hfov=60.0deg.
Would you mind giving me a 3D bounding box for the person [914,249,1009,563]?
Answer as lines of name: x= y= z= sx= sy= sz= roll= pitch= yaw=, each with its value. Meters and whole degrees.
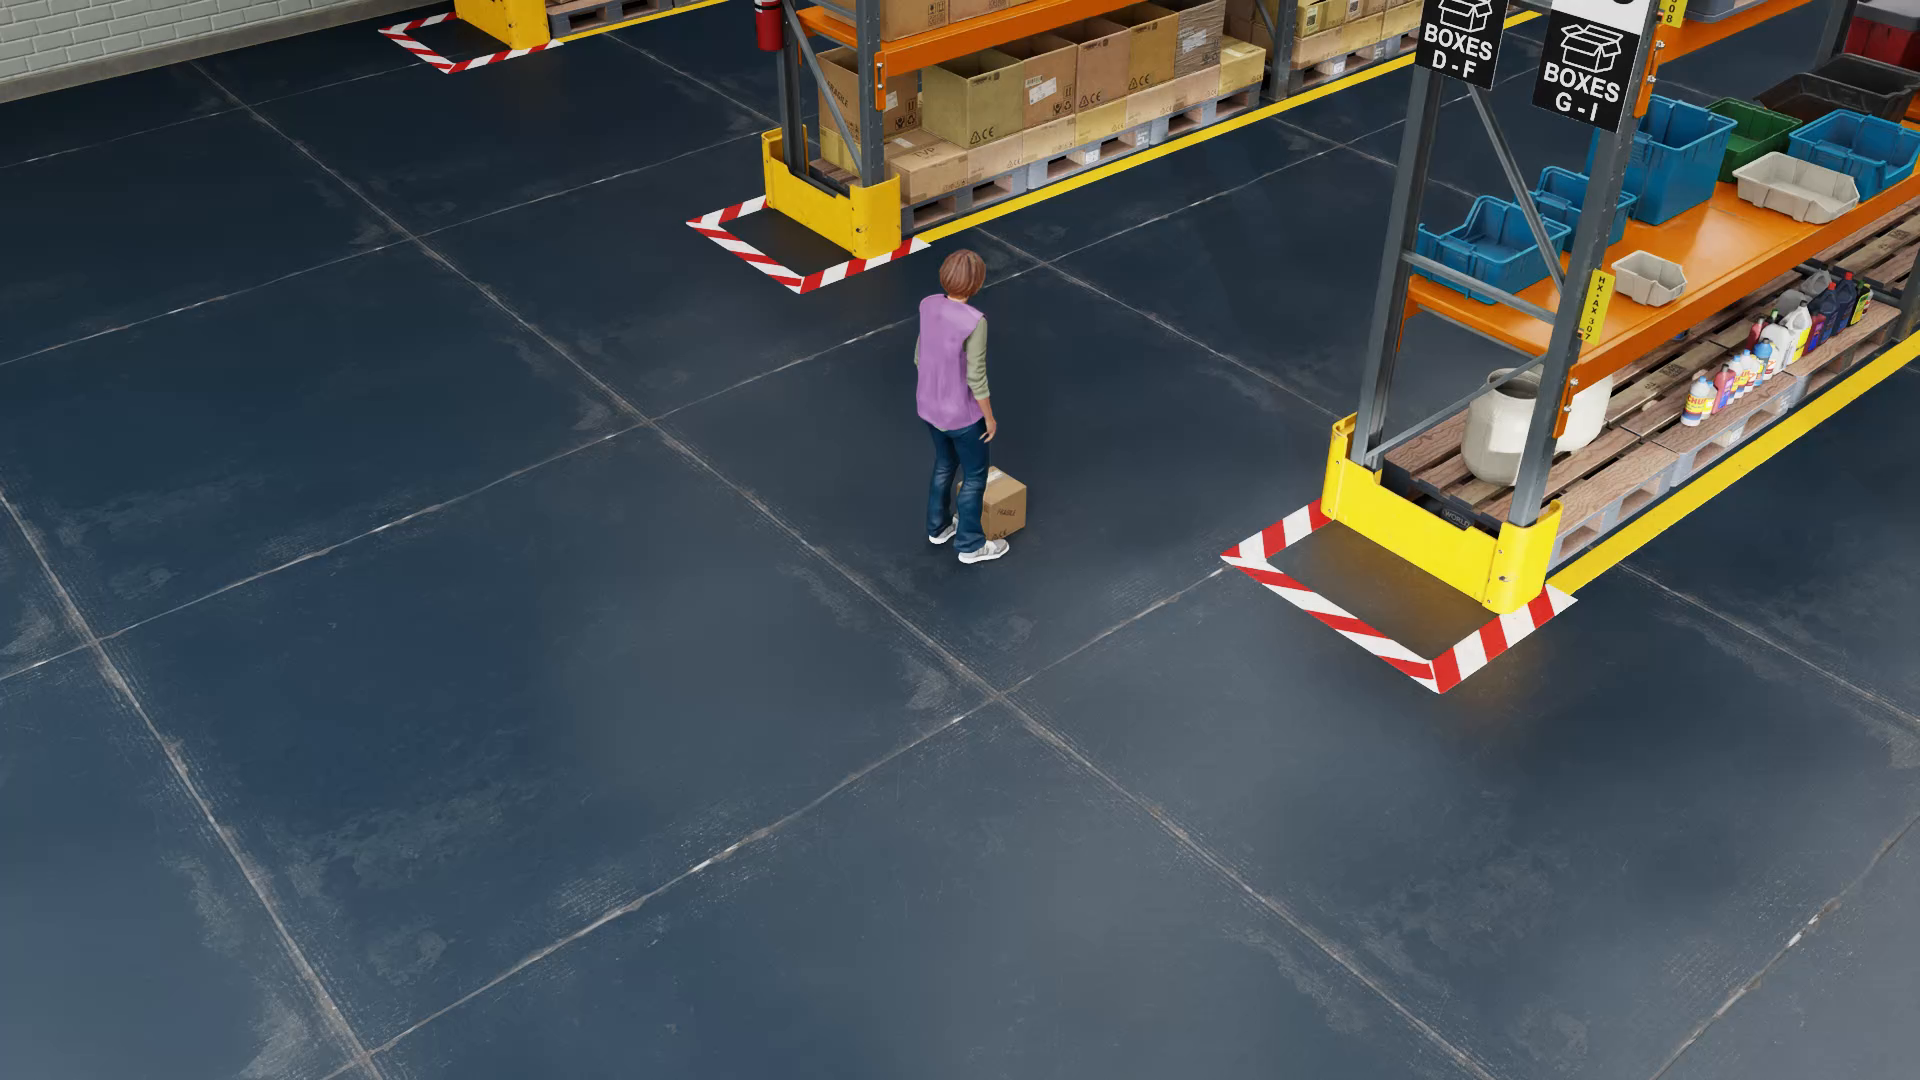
person: x=-0.016 y=-0.622 z=7.929 sx=0.346 sy=1.591 sz=0.479 roll=-29 pitch=45 yaw=-34
